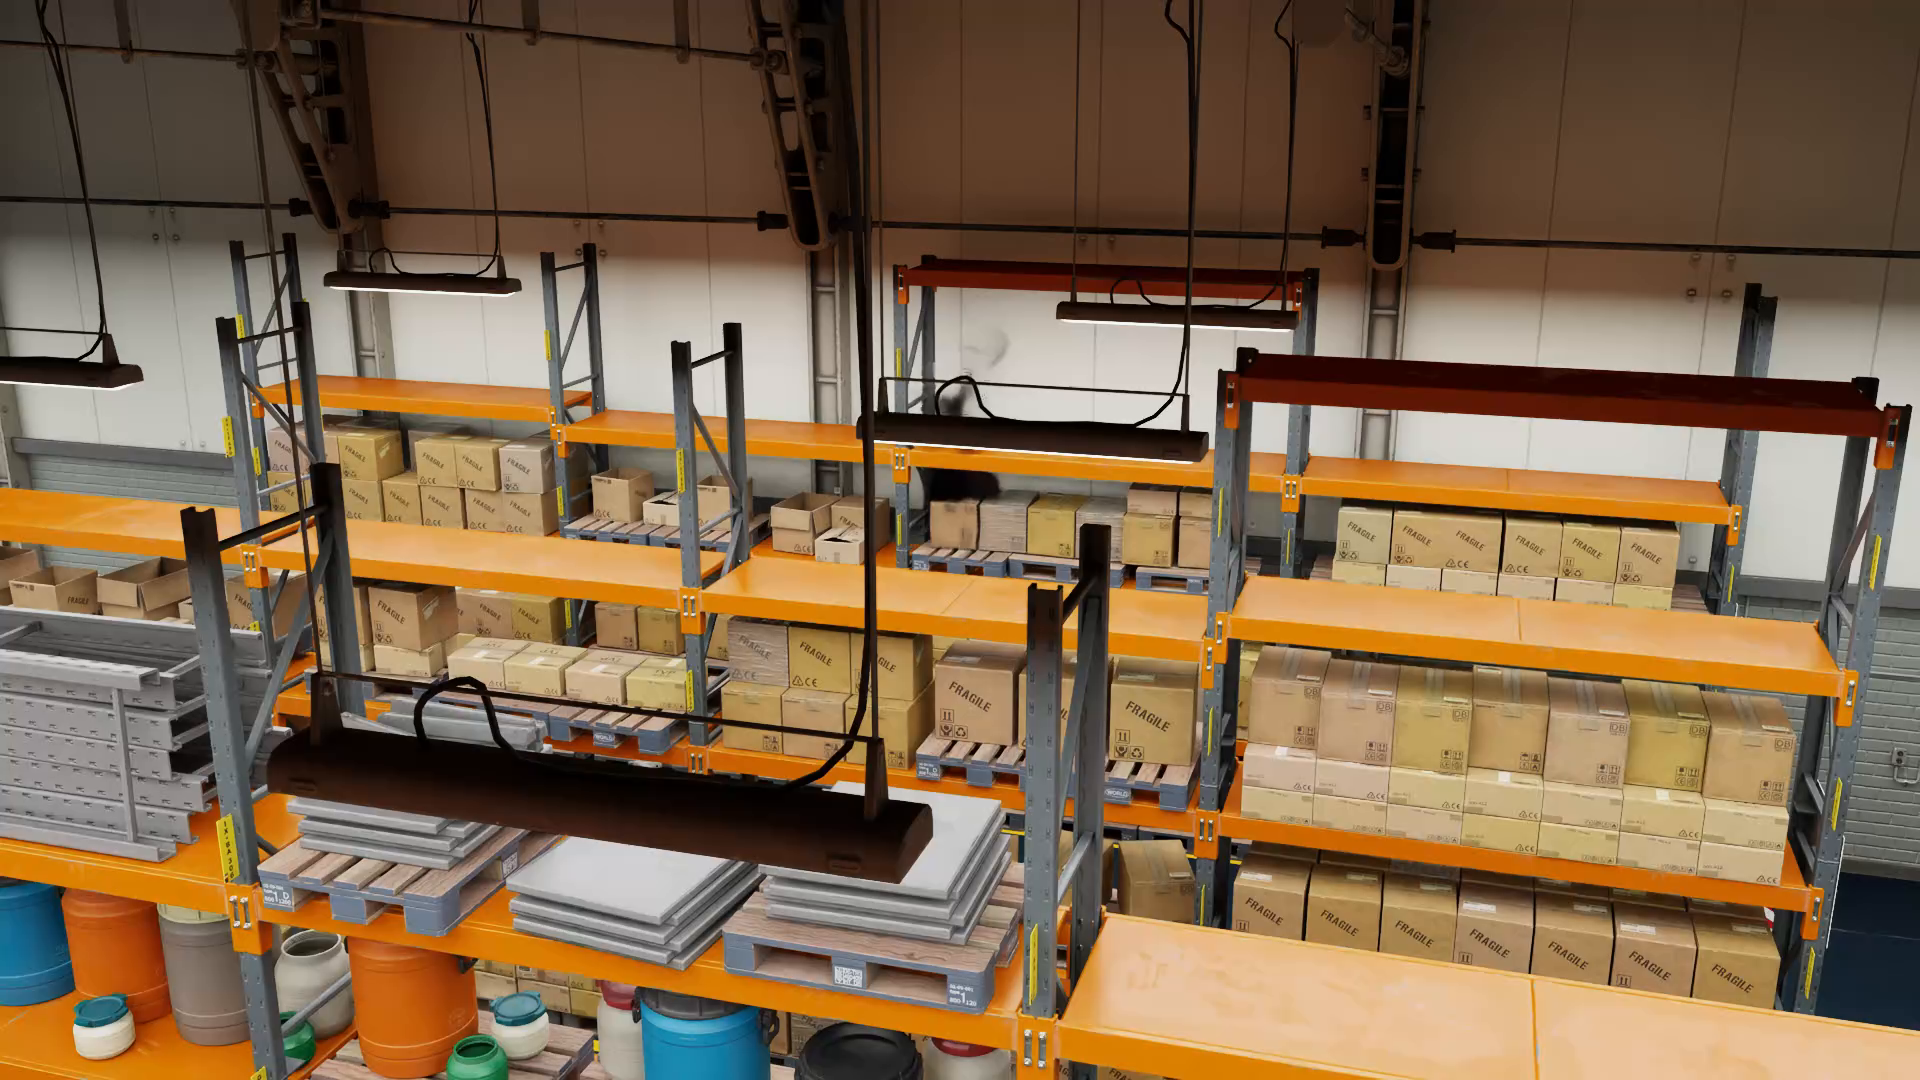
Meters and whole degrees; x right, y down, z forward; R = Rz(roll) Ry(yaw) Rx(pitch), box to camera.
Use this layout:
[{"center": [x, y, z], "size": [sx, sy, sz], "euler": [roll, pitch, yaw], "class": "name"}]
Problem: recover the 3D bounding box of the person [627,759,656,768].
[{"center": [-3.238, 2.622, 16.694], "size": [0.571, 1.633, 0.550], "euler": [3, 16, 12], "class": "person"}]
